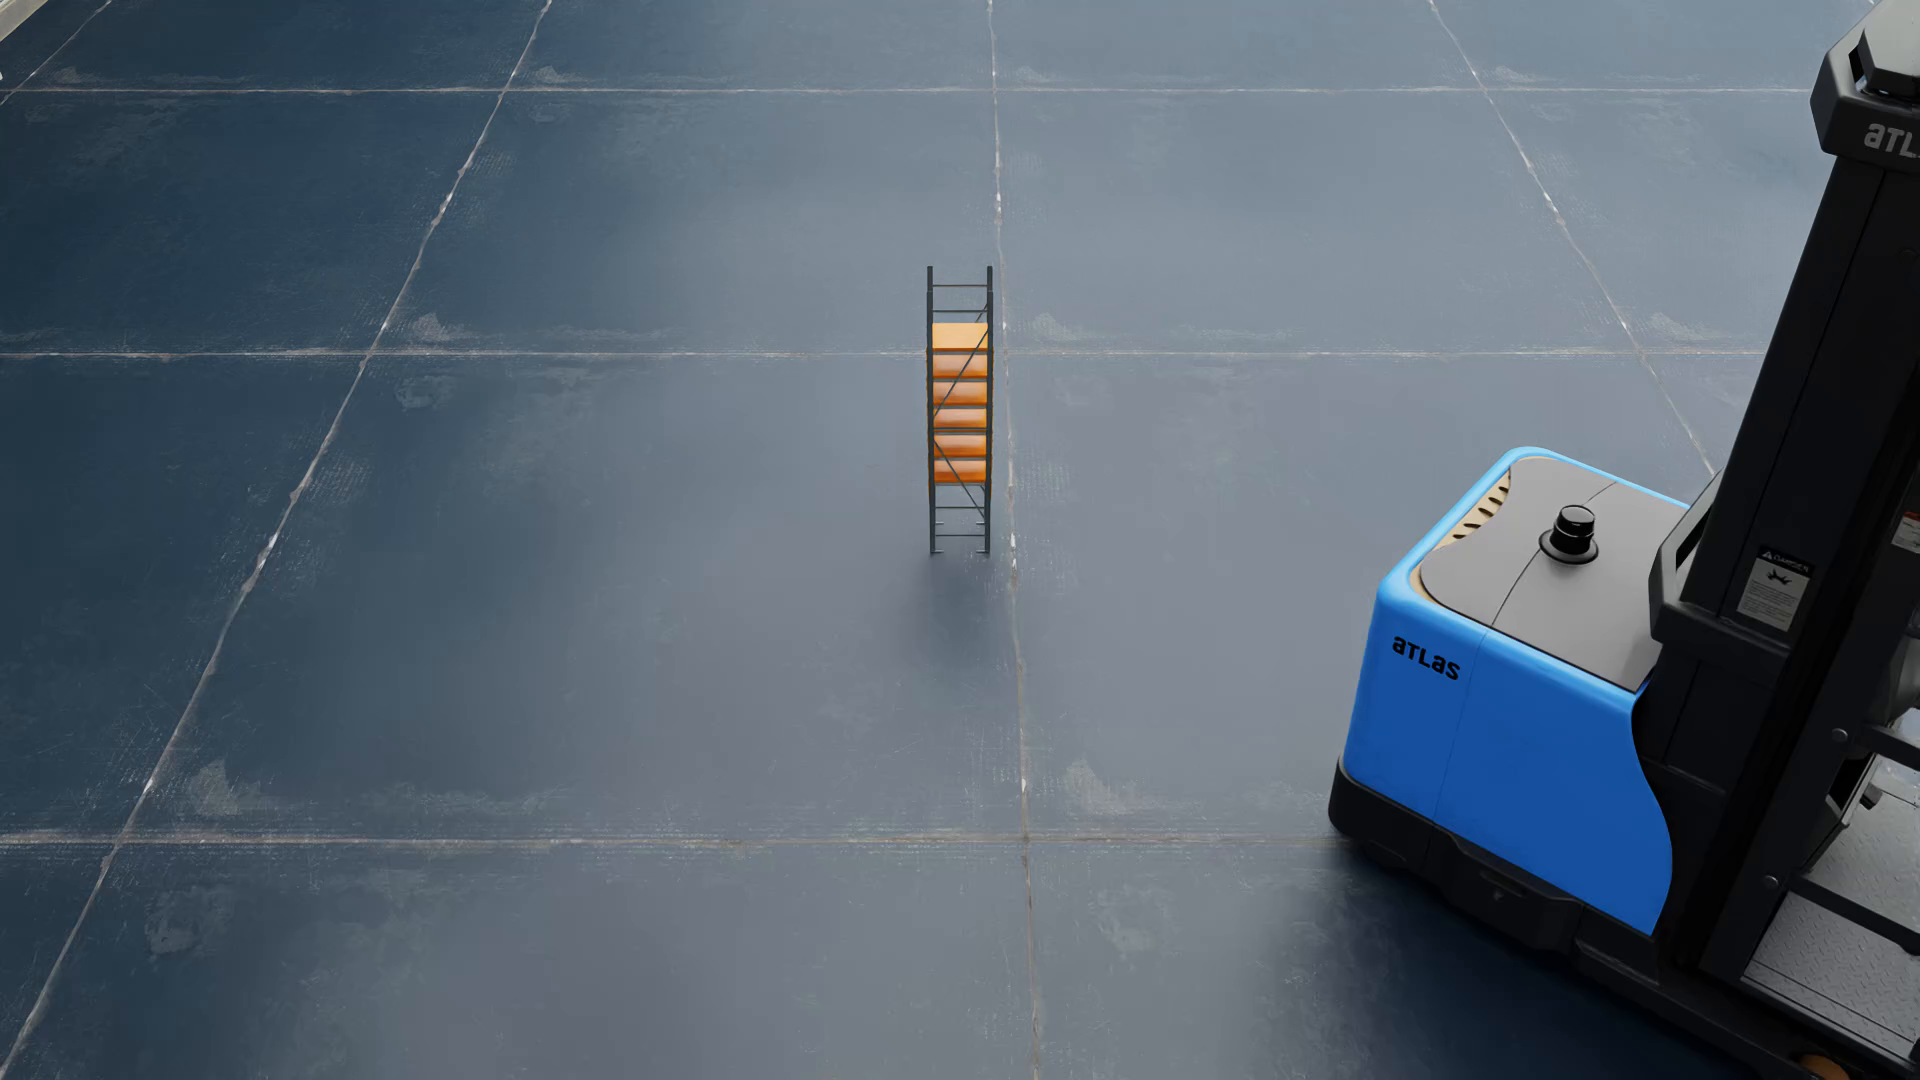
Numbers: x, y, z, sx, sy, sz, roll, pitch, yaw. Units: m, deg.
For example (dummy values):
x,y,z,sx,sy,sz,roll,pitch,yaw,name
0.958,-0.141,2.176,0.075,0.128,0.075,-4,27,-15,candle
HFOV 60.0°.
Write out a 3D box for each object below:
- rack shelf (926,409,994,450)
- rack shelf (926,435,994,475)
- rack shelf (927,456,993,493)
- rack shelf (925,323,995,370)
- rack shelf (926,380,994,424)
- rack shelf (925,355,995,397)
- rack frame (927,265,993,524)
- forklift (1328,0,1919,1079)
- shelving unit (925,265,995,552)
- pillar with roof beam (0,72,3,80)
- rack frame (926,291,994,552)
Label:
x,y,z,sx,sy,sz,roll,pitch,yaw,name
0.000,-0.443,6.414,0.258,0.103,0.180,0,39,0,rack shelf
0.000,-0.349,6.489,0.258,0.103,0.180,0,39,0,rack shelf
0.000,-0.255,6.564,0.258,0.103,0.180,0,39,0,rack shelf
0.000,-0.724,6.189,0.258,0.103,0.180,0,39,0,rack shelf
0.000,-0.536,6.339,0.258,0.103,0.180,0,39,0,rack shelf
0.000,-0.630,6.264,0.258,0.103,0.180,0,39,0,rack shelf
0.000,-0.534,6.457,0.240,1.200,0.006,0,39,0,rack frame
2.676,0.182,4.179,3.031,2.935,1.130,27,46,30,forklift
0.000,-0.477,6.386,0.258,1.200,0.189,0,39,0,shelving unit
-1.798,-6.266,7.374,9.100,9.000,0.400,0,39,0,pillar with roof beam
0.000,-0.420,6.315,0.240,1.200,0.006,0,39,0,rack frame
